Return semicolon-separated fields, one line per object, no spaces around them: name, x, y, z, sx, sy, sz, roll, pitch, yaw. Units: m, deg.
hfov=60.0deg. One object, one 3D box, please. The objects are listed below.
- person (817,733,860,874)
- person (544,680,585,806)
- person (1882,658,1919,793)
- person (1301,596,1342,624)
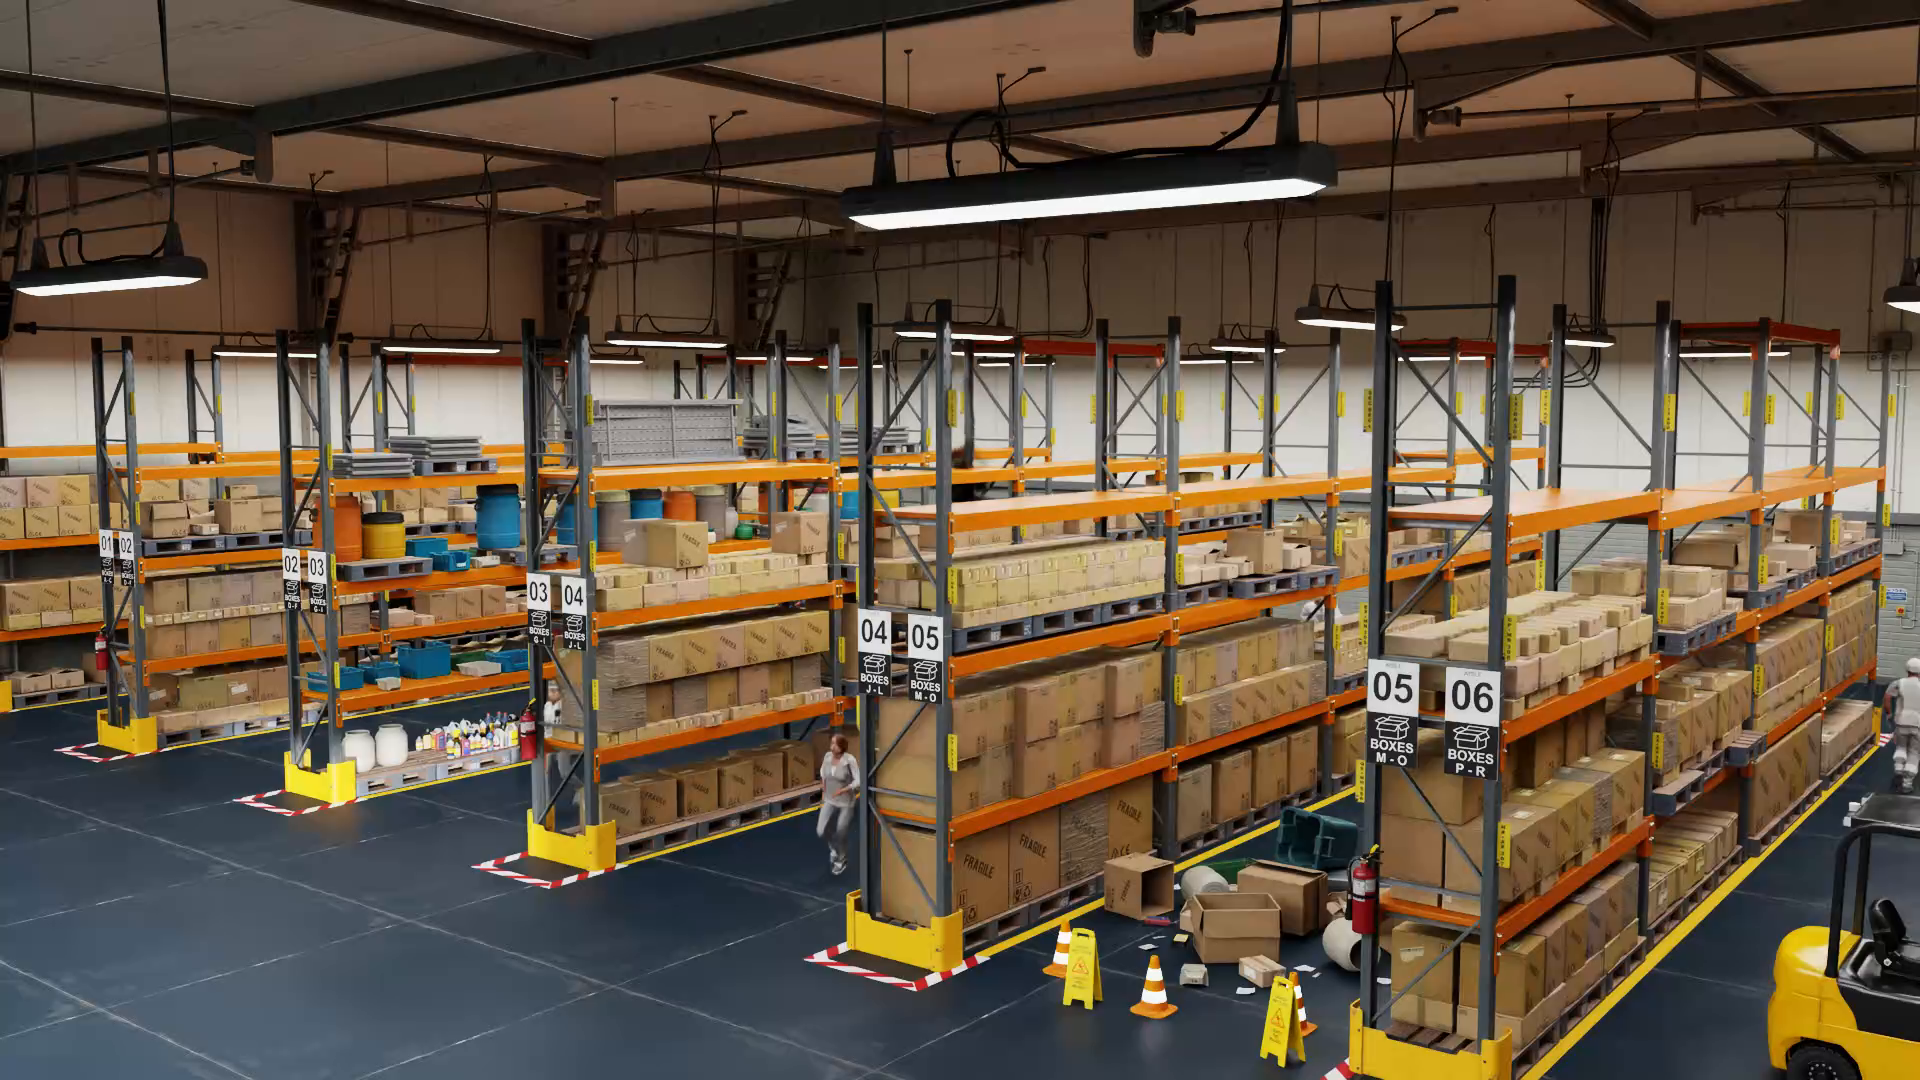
person;-1.316;2.838;17.844;0.540;1.556;0.552;2;5;20
person;-4.942;2.539;20.375;0.618;1.668;0.927;2;5;20
person;12.435;2.397;21.714;0.659;1.744;0.578;3;6;34
person;6.431;1.718;29.651;0.717;1.749;1.012;1;5;12
